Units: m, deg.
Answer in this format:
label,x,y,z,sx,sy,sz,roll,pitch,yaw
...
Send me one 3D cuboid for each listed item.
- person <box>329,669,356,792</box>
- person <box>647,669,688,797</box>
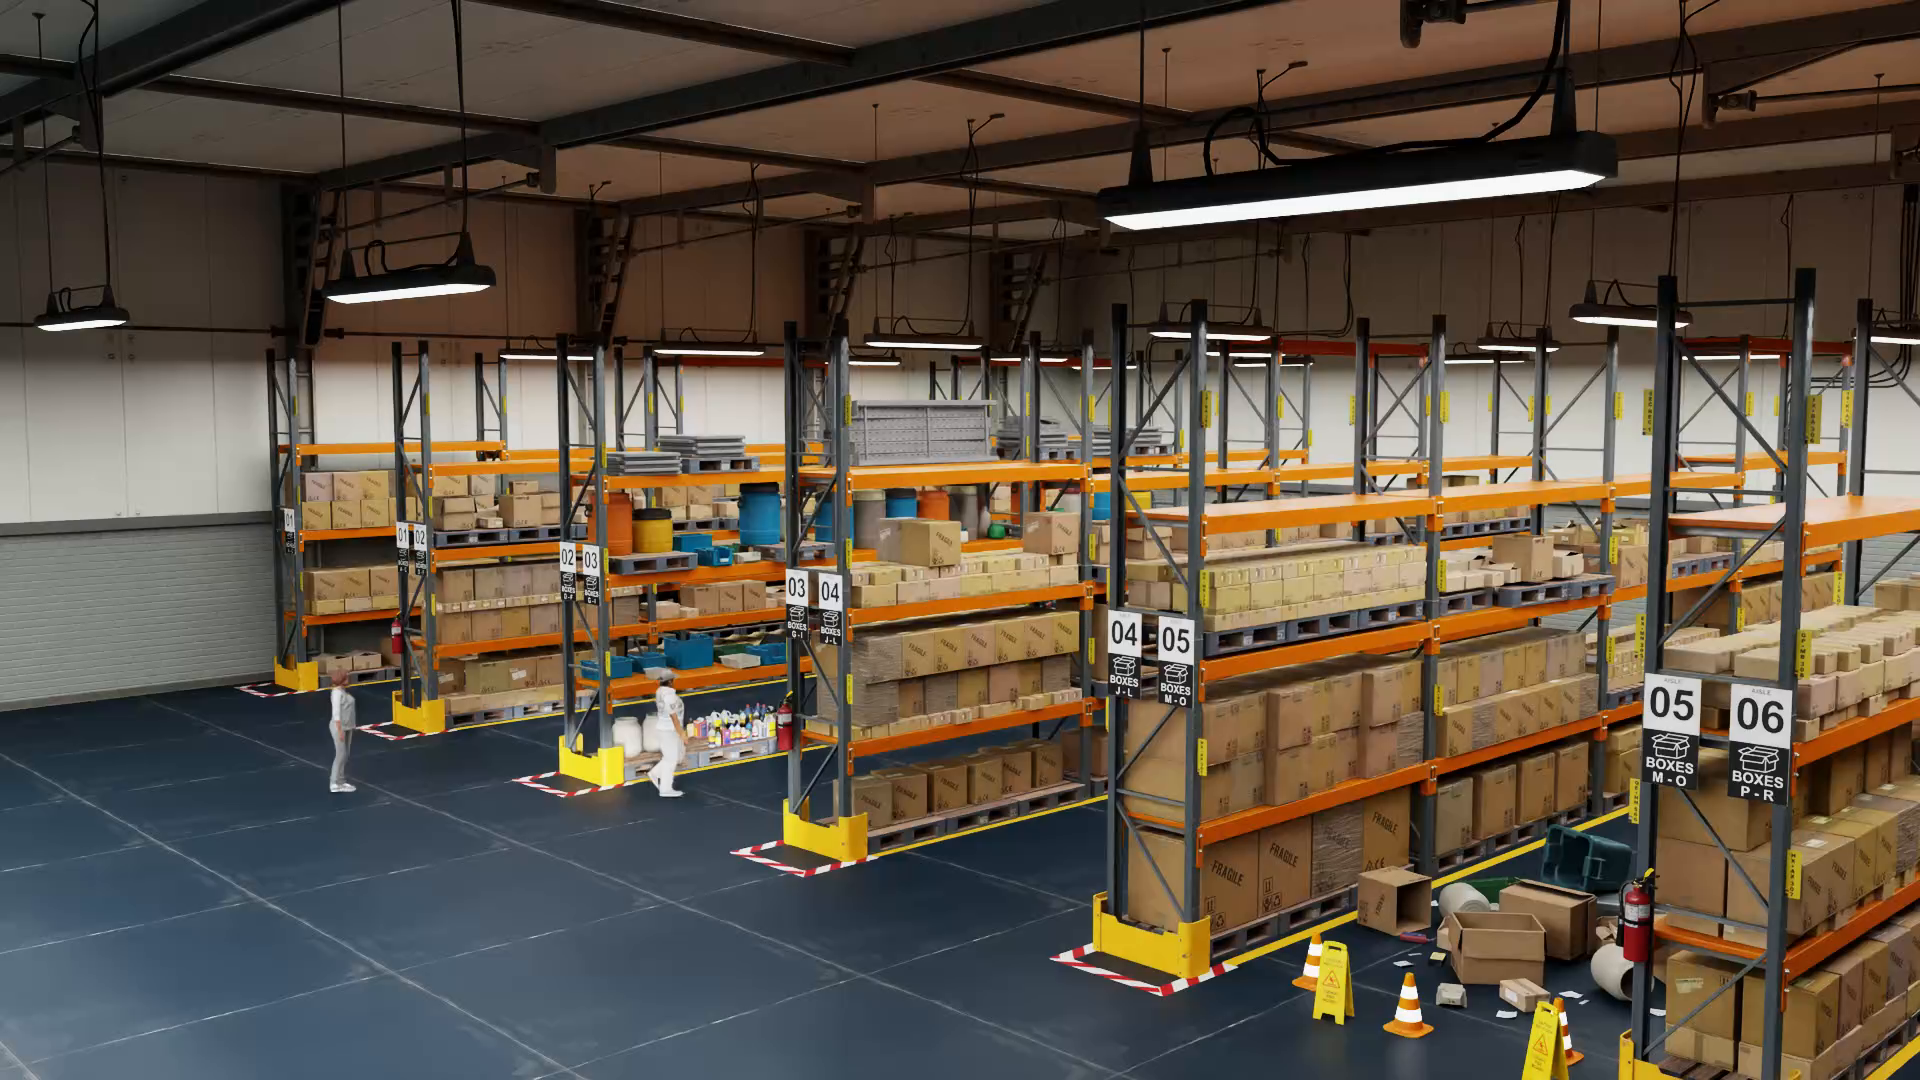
label,x,y,z,sx,sy,sz,roll,pitch,yaw
person,-8.081,2.487,21.744,0.355,1.613,0.525,0,5,3
person,-3.775,2.472,21.428,0.527,1.650,0.508,-1,5,-11
